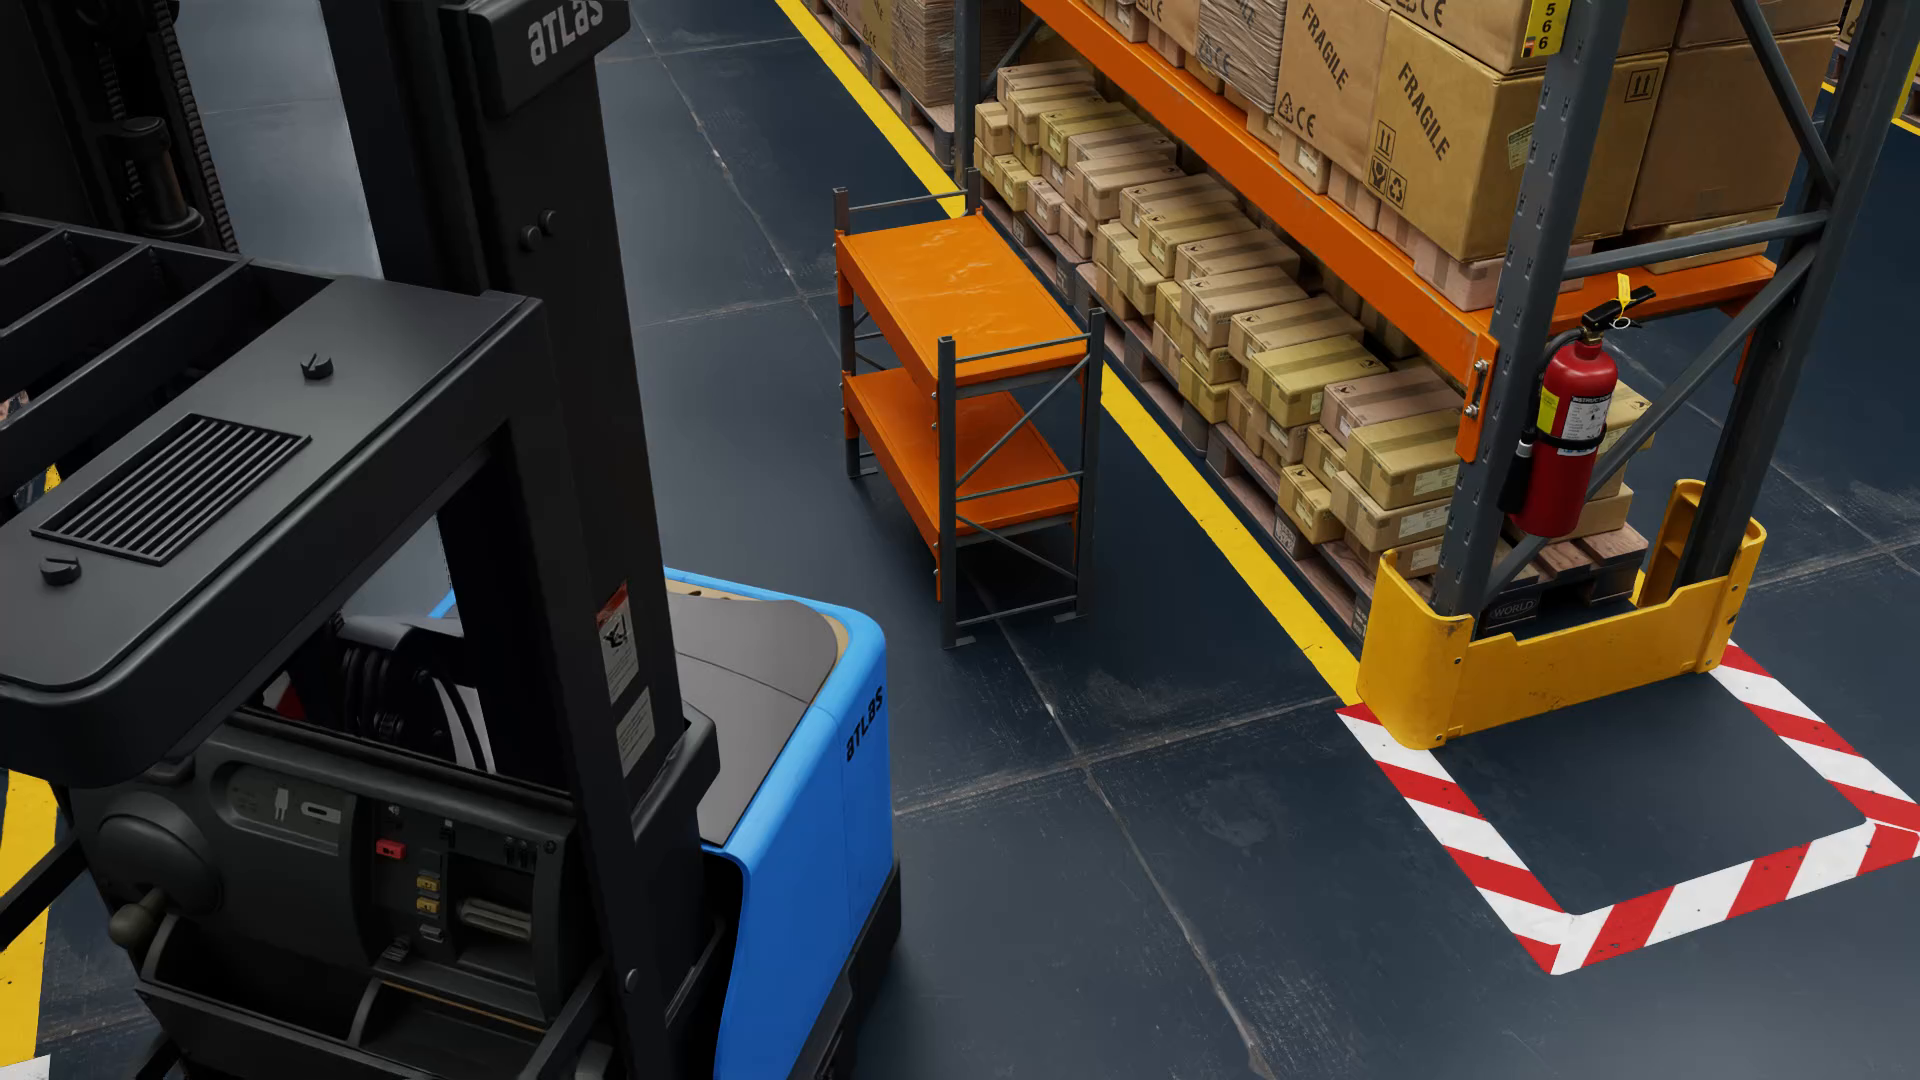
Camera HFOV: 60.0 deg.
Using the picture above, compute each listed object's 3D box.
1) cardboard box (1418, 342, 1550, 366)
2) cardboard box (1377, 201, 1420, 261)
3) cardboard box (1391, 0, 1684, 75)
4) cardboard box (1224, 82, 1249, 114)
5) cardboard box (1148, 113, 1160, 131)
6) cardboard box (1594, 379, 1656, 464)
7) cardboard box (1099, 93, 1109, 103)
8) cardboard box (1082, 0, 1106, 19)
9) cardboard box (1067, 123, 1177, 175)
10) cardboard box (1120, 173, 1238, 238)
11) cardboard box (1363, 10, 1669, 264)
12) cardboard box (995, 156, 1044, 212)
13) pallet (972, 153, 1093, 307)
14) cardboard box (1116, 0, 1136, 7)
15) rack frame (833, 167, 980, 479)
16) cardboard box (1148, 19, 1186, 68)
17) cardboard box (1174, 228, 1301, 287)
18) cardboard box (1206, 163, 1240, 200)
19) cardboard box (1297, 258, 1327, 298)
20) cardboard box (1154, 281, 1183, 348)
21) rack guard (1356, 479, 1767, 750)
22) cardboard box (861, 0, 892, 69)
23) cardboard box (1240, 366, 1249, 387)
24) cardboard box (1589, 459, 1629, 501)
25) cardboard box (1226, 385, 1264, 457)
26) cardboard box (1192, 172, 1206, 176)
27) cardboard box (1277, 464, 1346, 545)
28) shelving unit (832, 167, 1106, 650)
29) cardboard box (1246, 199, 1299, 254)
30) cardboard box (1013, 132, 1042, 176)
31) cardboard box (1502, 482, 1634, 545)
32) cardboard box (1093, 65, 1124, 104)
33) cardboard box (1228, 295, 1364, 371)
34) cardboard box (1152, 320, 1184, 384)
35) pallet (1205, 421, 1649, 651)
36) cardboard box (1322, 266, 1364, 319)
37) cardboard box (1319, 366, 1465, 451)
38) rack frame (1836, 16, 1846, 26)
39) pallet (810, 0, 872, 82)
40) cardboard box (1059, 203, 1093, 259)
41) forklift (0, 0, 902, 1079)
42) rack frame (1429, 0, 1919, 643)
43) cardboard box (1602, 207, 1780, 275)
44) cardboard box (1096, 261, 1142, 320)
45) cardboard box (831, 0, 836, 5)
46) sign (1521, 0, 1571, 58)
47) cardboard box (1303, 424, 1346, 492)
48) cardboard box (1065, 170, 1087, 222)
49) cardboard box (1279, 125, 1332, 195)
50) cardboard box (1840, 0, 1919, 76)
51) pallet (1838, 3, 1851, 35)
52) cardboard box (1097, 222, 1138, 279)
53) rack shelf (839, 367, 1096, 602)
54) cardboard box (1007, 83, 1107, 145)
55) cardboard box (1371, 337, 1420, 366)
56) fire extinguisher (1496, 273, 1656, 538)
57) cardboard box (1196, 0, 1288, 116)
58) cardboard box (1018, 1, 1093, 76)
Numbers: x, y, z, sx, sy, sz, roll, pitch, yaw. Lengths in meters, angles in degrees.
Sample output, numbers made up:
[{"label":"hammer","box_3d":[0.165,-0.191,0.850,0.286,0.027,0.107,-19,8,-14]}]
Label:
[{"label":"cardboard box","box_3d":[1.803,-0.672,5.674,0.380,0.149,0.250,-13,39,-16]},{"label":"cardboard box","box_3d":[1.410,-0.913,4.677,0.380,0.149,0.250,-13,39,-16]},{"label":"cardboard box","box_3d":[1.447,-1.504,4.092,0.500,0.500,0.500,-13,39,-17]},{"label":"cardboard box","box_3d":[1.100,-1.510,5.471,0.380,0.149,0.250,-14,39,-18]},{"label":"cardboard box","box_3d":[1.046,-1.843,7.229,0.380,0.149,0.250,-13,39,-16]},{"label":"cardboard box","box_3d":[1.977,-0.372,5.277,0.380,0.149,0.250,-14,39,-18]},{"label":"cardboard box","box_3d":[0.868,-2.034,7.731,0.380,0.149,0.250,-12,39,-15]},{"label":"cardboard box","box_3d":[0.665,-2.089,6.240,0.380,0.149,0.250,-12,39,-15]},{"label":"cardboard box","box_3d":[0.669,-1.585,6.887,0.380,0.149,0.250,-13,39,-17]},{"label":"cardboard box","box_3d":[0.851,-1.287,6.492,0.380,0.149,0.250,-14,39,-18]},{"label":"cardboard box","box_3d":[1.442,-1.098,4.385,0.500,0.500,0.500,-12,39,-15]},{"label":"cardboard box","box_3d":[0.377,-1.605,7.408,0.380,0.149,0.250,-11,38,-15]},{"label":"pallet","box_3d":[0.726,-1.513,7.583,1.003,0.211,1.213,-12,39,-16]},{"label":"cardboard box","box_3d":[0.712,-2.255,5.921,0.500,0.500,0.500,-13,39,-17]},{"label":"rack frame","box_3d":[-0.173,-0.733,5.788,0.500,1.125,0.032,-12,39,-16]},{"label":"cardboard box","box_3d":[0.886,-1.795,5.848,0.380,0.149,0.250,-11,38,-14]},{"label":"cardboard box","box_3d":[1.016,-0.997,6.107,0.380,0.149,0.250,-14,39,-17]},{"label":"cardboard box","box_3d":[1.242,-1.546,6.836,0.380,0.149,0.250,-14,39,-18]},{"label":"cardboard box","box_3d":[1.391,-0.964,6.311,0.380,0.149,0.250,-11,38,-14]},{"label":"cardboard box","box_3d":[0.947,-0.858,6.169,0.380,0.149,0.250,-11,38,-14]},{"label":"rack guard","box_3d":[1.812,0.217,5.047,1.175,0.500,0.348,-12,39,-16]},{"label":"cardboard box","box_3d":[-0.206,-2.824,8.734,0.500,0.500,0.500,-13,39,-17]},{"label":"cardboard box","box_3d":[1.212,-0.592,5.816,0.380,0.149,0.250,-13,39,-16]},{"label":"cardboard box","box_3d":[1.899,-0.236,5.343,0.380,0.149,0.250,-11,38,-14]},{"label":"cardboard box","box_3d":[1.170,-0.450,5.875,0.380,0.149,0.250,-12,39,-15]},{"label":"cardboard box","box_3d":[1.182,-1.434,6.934,0.380,0.149,0.250,-12,38,-15]},{"label":"cardboard box","box_3d":[1.278,-0.146,5.472,0.380,0.149,0.250,-11,38,-15]},{"label":"shelving unit","box_3d":[0.002,-0.445,5.407,0.538,1.125,1.048,-12,39,-16]},{"label":"cardboard box","box_3d":[1.329,-1.233,6.420,0.380,0.149,0.250,-12,39,-16]},{"label":"cardboard box","box_3d":[0.457,-1.751,7.355,0.380,0.149,0.250,-12,39,-16]},{"label":"cardboard box","box_3d":[1.958,-0.130,5.450,0.380,0.149,0.250,-12,39,-15]},{"label":"cardboard box","box_3d":[0.828,-2.118,7.595,0.380,0.149,0.250,-11,38,-15]},{"label":"cardboard box","box_3d":[1.147,-0.685,5.693,0.380,0.149,0.250,-14,39,-18]},{"label":"cardboard box","box_3d":[0.948,-0.740,6.260,0.380,0.149,0.250,-12,39,-15]},{"label":"pallet","box_3d":[1.566,-0.134,5.753,1.003,0.211,1.213,-12,39,-16]},{"label":"cardboard box","box_3d":[1.553,-0.953,6.048,0.380,0.149,0.250,-11,38,-14]},{"label":"cardboard box","box_3d":[1.385,-0.406,5.322,0.380,0.149,0.250,-12,39,-15]},{"label":"rack frame","box_3d":[5.153,-3.968,8.525,1.000,3.000,0.127,-12,39,-16]},{"label":"pallet","box_3d":[-0.231,-3.015,9.577,1.003,0.211,1.213,-12,39,-16]},{"label":"cardboard box","box_3d":[0.645,-1.342,7.059,0.380,0.149,0.250,-13,39,-17]},{"label":"forklift","box_3d":[-1.113,0.598,2.520,1.130,2.935,3.031,12,39,15]},{"label":"rack frame","box_3d":[1.838,-0.739,4.238,1.000,3.000,0.127,-12,39,-16]},{"label":"cardboard box","box_3d":[2.034,-0.889,4.647,0.380,0.149,0.250,-13,39,-16]},{"label":"cardboard box","box_3d":[0.770,-1.031,6.646,0.380,0.149,0.250,-13,39,-17]},{"label":"cardboard box","box_3d":[-0.554,-3.403,9.503,0.500,0.500,0.500,-13,39,-17]},{"label":"sign","box_3d":[1.310,-1.224,3.657,0.100,0.325,0.005,-12,39,-16]},{"label":"cardboard box","box_3d":[1.349,-0.285,5.408,0.380,0.149,0.250,-13,39,-17]},{"label":"cardboard box","box_3d":[0.665,-1.468,6.979,0.380,0.149,0.250,-14,39,-18]},{"label":"cardboard box","box_3d":[1.200,-1.190,5.046,0.380,0.149,0.250,-11,38,-15]},{"label":"cardboard box","box_3d":[5.305,-2.898,8.521,0.875,0.875,0.875,-12,39,-16]},{"label":"pallet","box_3d":[4.817,-3.275,9.922,1.003,0.211,1.213,-12,39,-16]},{"label":"cardboard box","box_3d":[0.765,-1.152,6.559,0.380,0.149,0.250,-13,39,-16]},{"label":"rack shelf","box_3d":[0.002,-0.250,5.554,0.538,0.278,1.000,-12,39,-16]},{"label":"cardboard box","box_3d":[0.425,-1.860,7.252,0.380,0.149,0.250,-11,38,-14]},{"label":"cardboard box","box_3d":[1.704,-0.690,5.946,0.380,0.149,0.250,-11,38,-15]},{"label":"fire extinguisher","box_3d":[1.491,-0.321,4.058,0.296,0.674,0.183,-12,39,-16]},{"label":"cardboard box","box_3d":[1.086,-1.675,5.150,0.500,0.500,0.500,-12,39,-16]},{"label":"cardboard box","box_3d":[0.456,-2.640,8.491,0.500,0.500,0.500,-11,38,-14]}]
